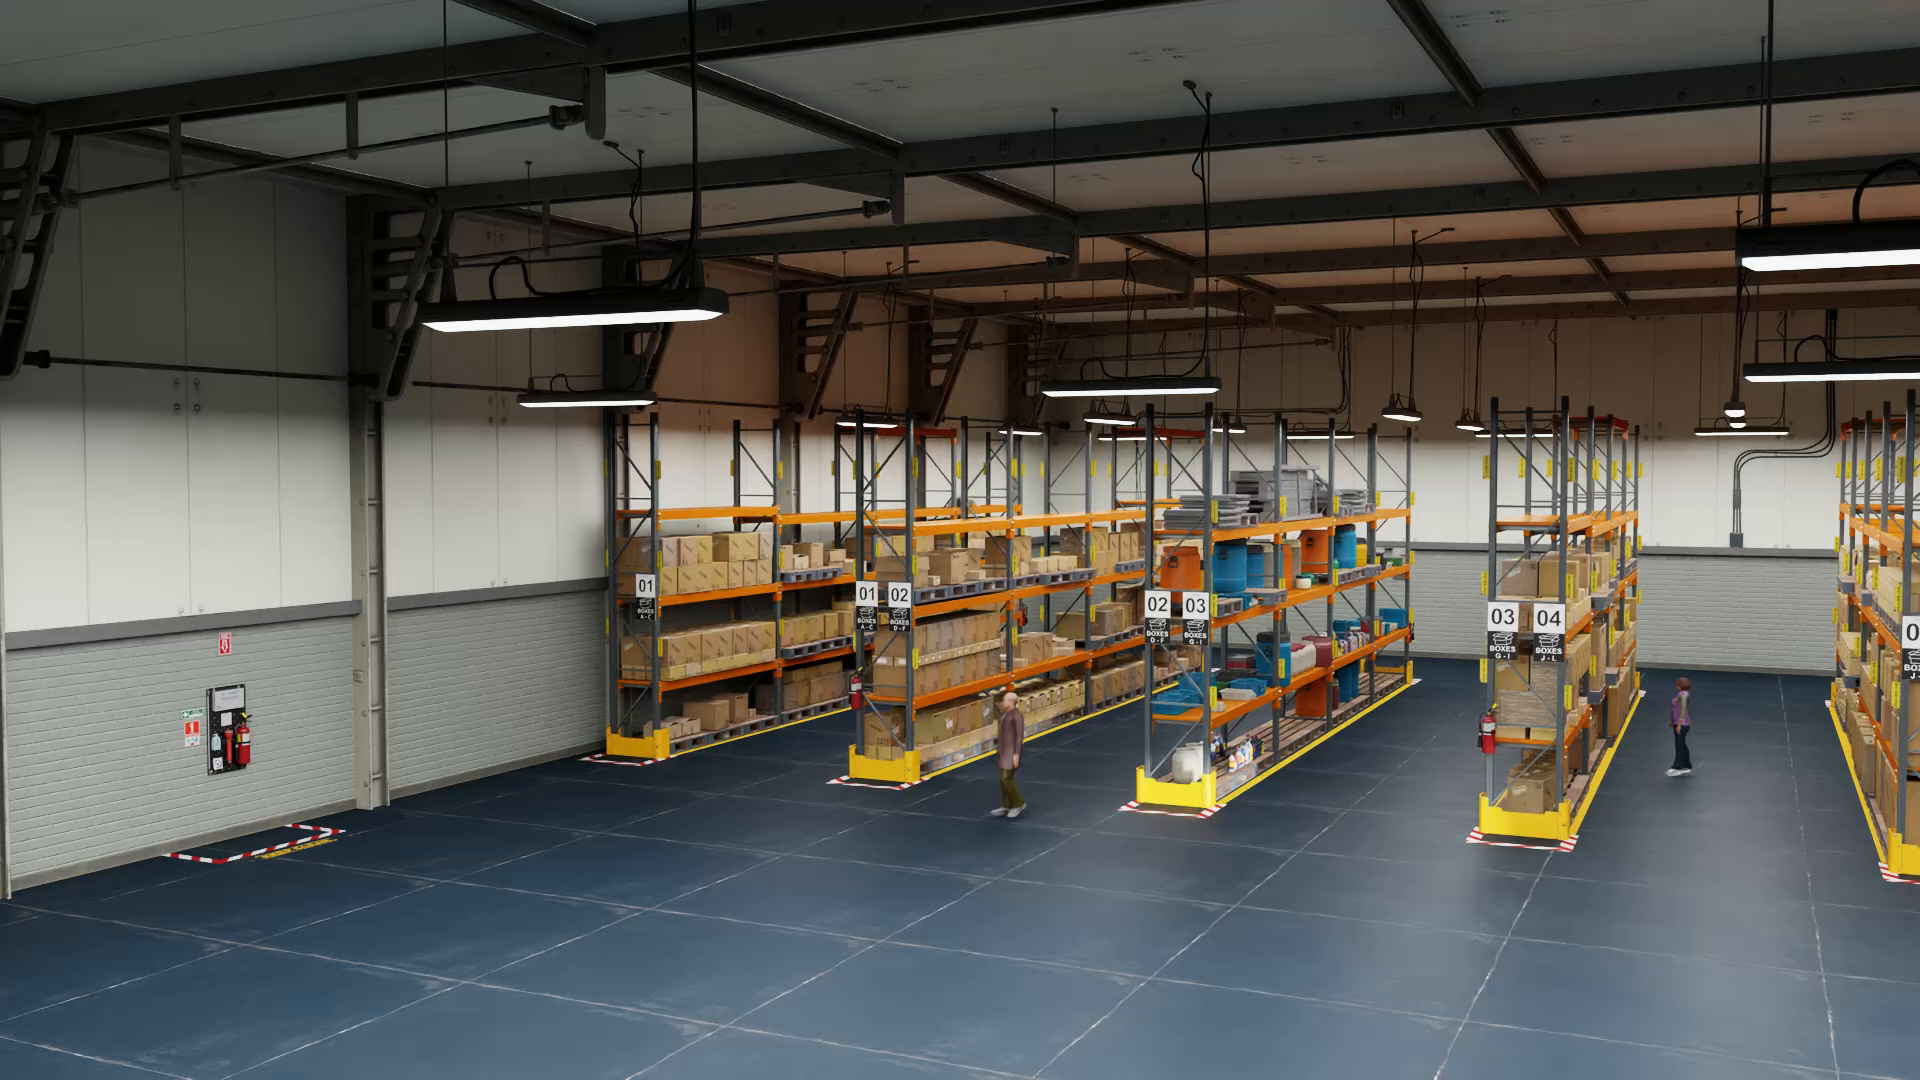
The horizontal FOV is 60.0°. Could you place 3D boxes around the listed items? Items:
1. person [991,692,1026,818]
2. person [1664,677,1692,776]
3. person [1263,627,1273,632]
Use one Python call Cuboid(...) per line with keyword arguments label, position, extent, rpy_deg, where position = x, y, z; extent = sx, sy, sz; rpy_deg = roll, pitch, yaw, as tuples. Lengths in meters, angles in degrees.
Cuboid(label="person", position=(0.701, 3.092, 24.012), extent=(0.476, 1.782, 0.631), rpy_deg=(-1, 3, -21))
Cuboid(label="person", position=(11.812, 3.055, 27.342), extent=(0.510, 1.613, 0.434), rpy_deg=(0, 2, 2))
Cuboid(label="person", position=(6.627, 2.684, 35.954), extent=(0.408, 1.621, 1.038), rpy_deg=(2, 3, 45))
